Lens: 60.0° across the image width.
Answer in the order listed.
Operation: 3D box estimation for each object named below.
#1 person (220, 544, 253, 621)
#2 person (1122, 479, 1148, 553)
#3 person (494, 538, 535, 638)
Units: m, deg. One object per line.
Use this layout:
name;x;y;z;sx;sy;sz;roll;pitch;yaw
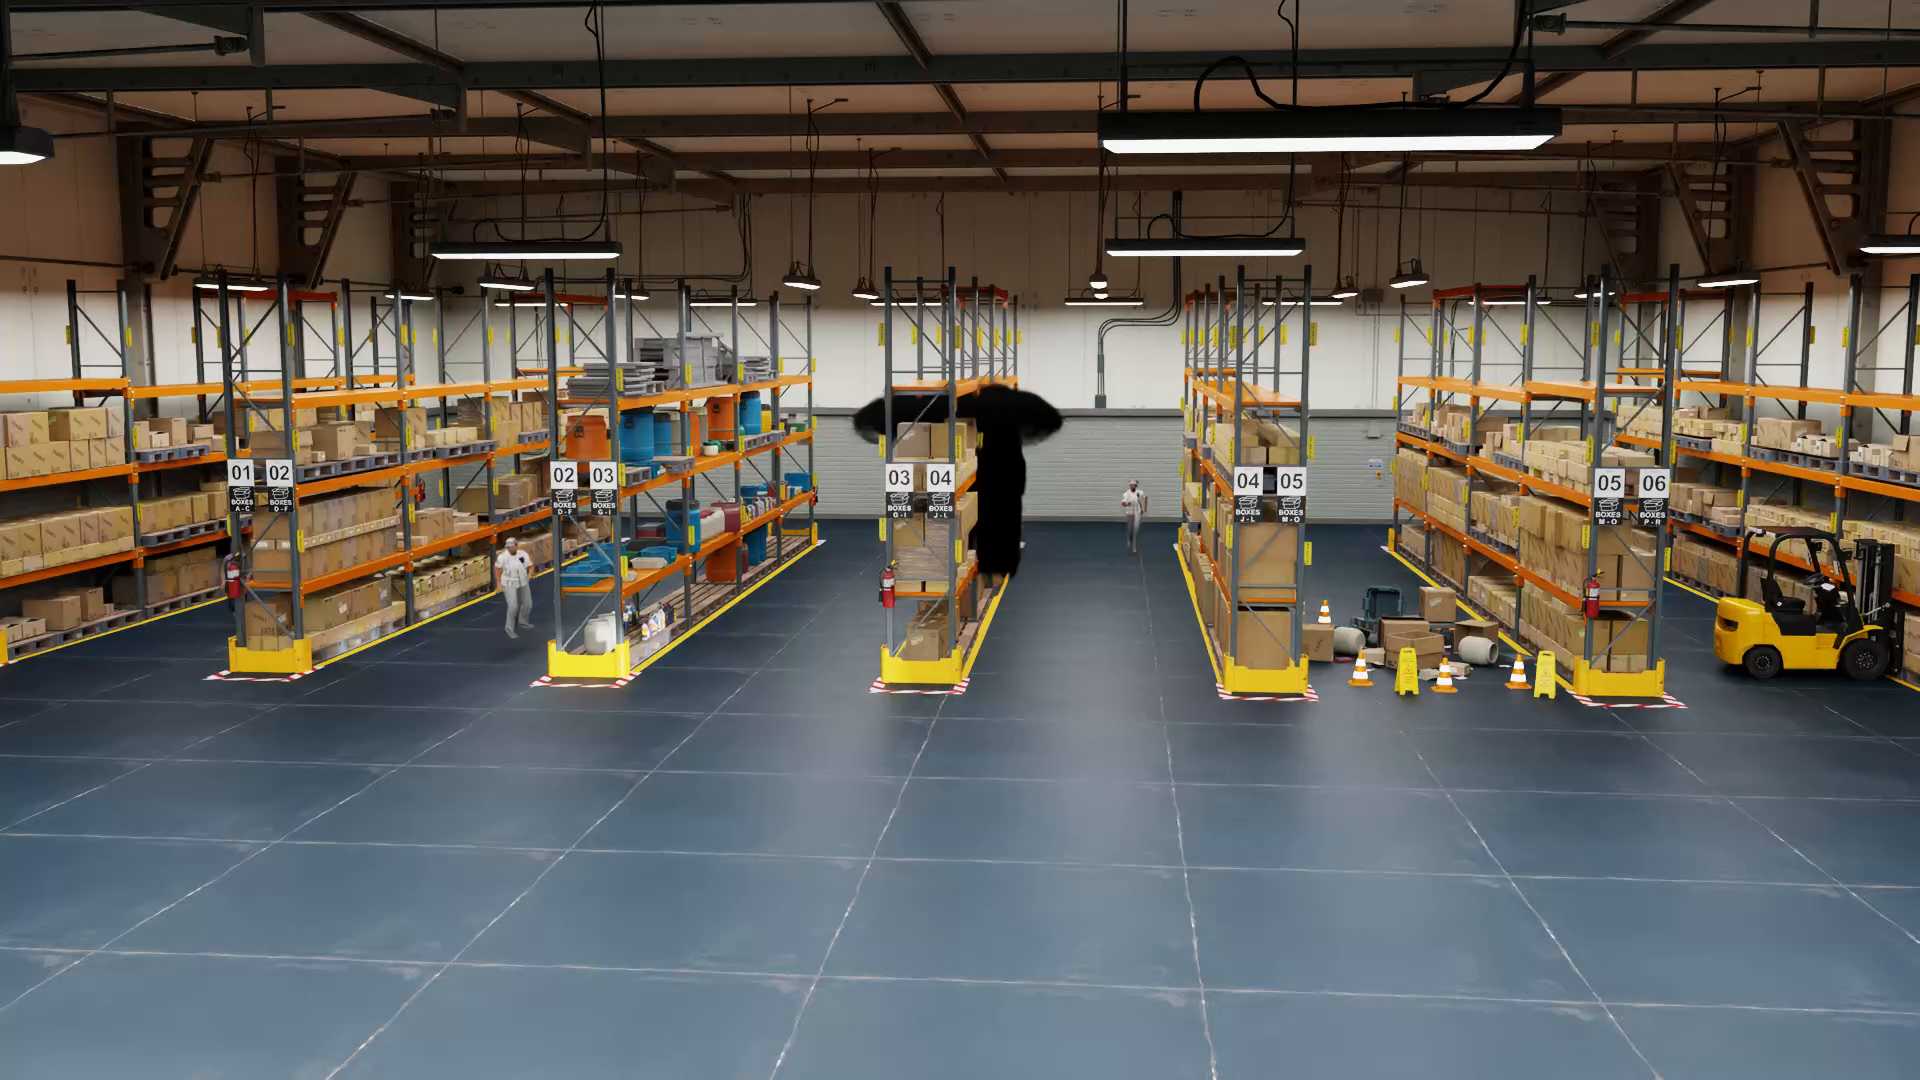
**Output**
person;-12.387;0.832;28.501;0.524;1.457;0.573;-2;7;-16
person;4.105;-0.581;39.129;0.586;1.736;0.897;1;7;12
person;-7.099;0.748;26.740;0.632;1.628;0.804;-6;9;-40
